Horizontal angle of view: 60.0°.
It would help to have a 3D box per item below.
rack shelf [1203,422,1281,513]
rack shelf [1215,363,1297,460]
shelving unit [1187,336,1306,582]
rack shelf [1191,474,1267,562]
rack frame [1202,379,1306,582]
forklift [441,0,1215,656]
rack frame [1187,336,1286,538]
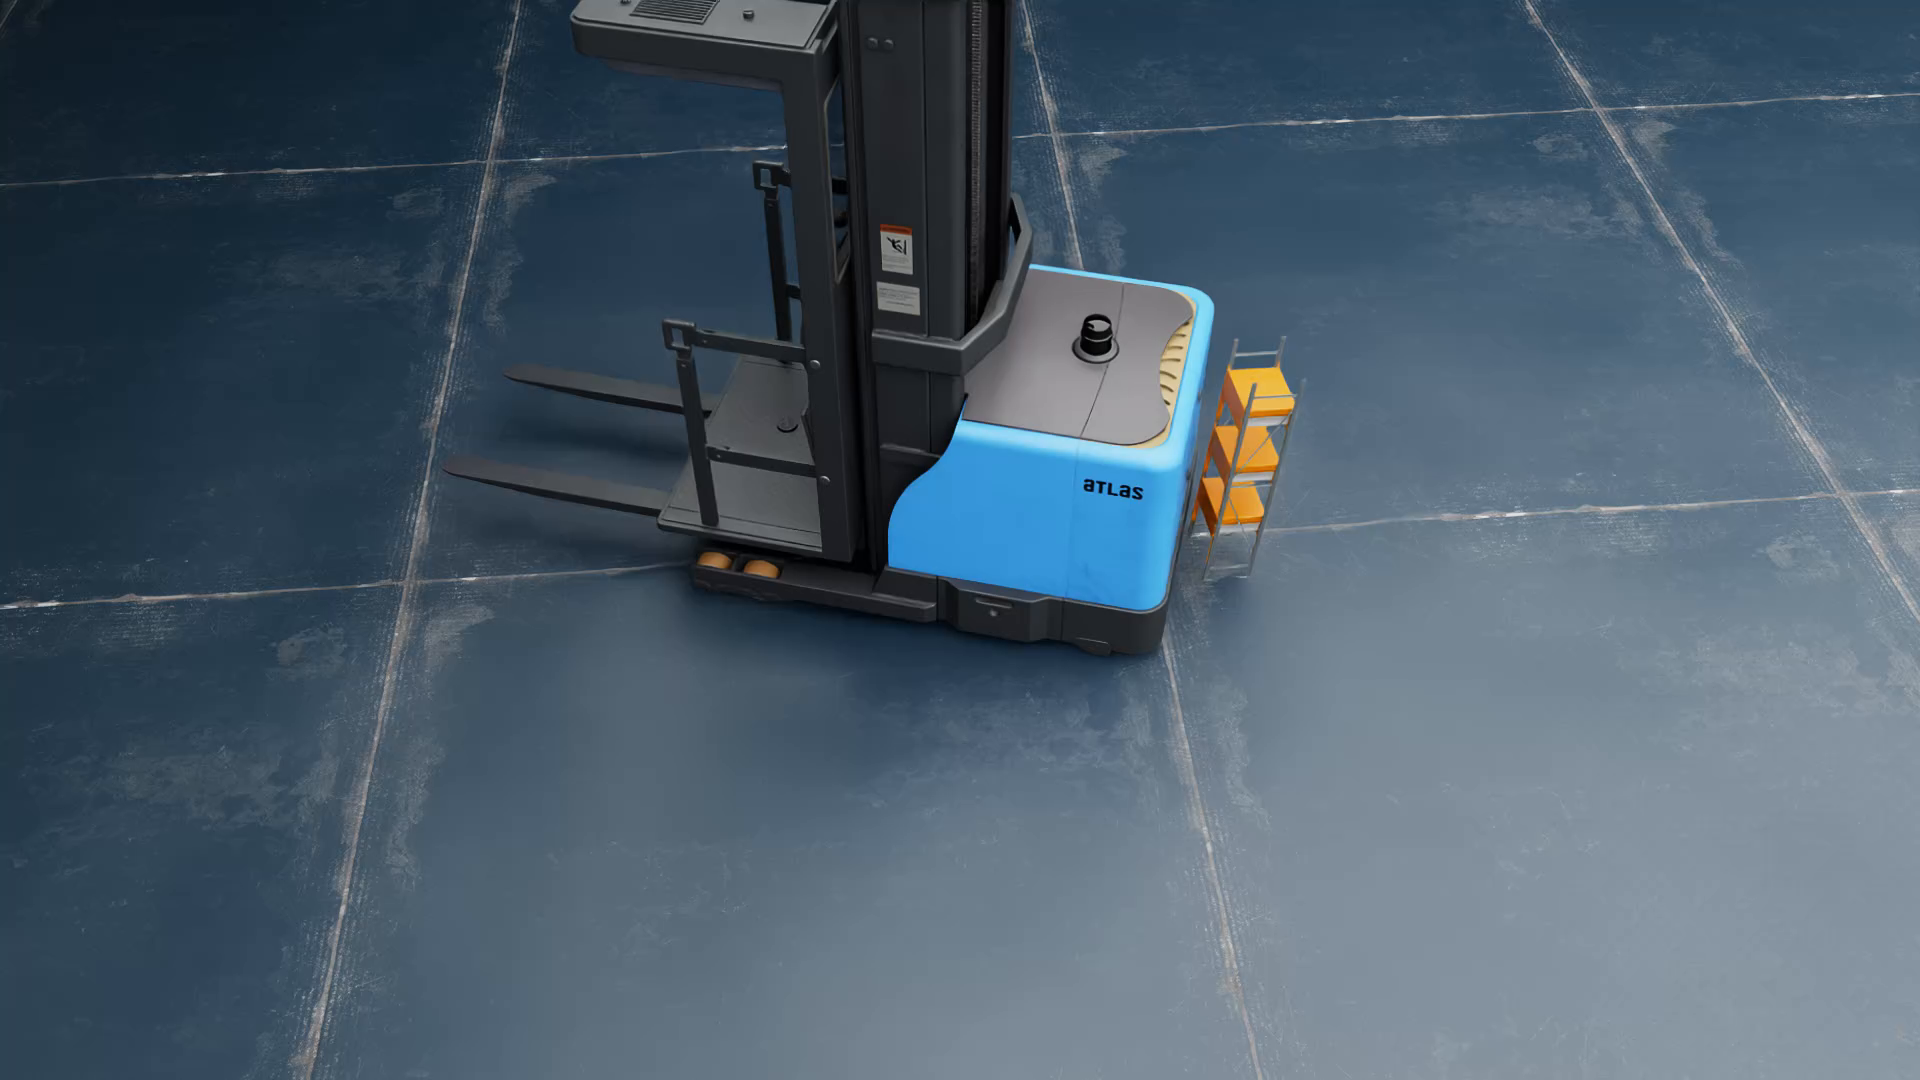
[{"bbox_3d":[1.092,-0.286,6.439,0.215,0.259,0.240,-4,47,-9],"label":"rack shelf"},{"bbox_3d":[1.111,-0.483,6.236,0.215,0.259,0.240,-4,47,-9],"label":"rack shelf"},{"bbox_3d":[1.092,-0.293,6.431,0.215,1.050,0.252,-4,47,-9],"label":"shelving unit"},{"bbox_3d":[1.073,-0.093,6.638,0.215,0.259,0.240,-4,47,-9],"label":"rack shelf"},{"bbox_3d":[1.112,-0.206,6.349,0.200,1.050,0.008,-4,47,-9],"label":"rack frame"},{"bbox_3d":[-0.595,-1.131,5.939,3.031,2.935,1.130,10,47,9],"label":"forklift"},{"bbox_3d":[1.072,-0.381,6.514,0.200,1.050,0.008,-4,47,-9],"label":"rack frame"}]
